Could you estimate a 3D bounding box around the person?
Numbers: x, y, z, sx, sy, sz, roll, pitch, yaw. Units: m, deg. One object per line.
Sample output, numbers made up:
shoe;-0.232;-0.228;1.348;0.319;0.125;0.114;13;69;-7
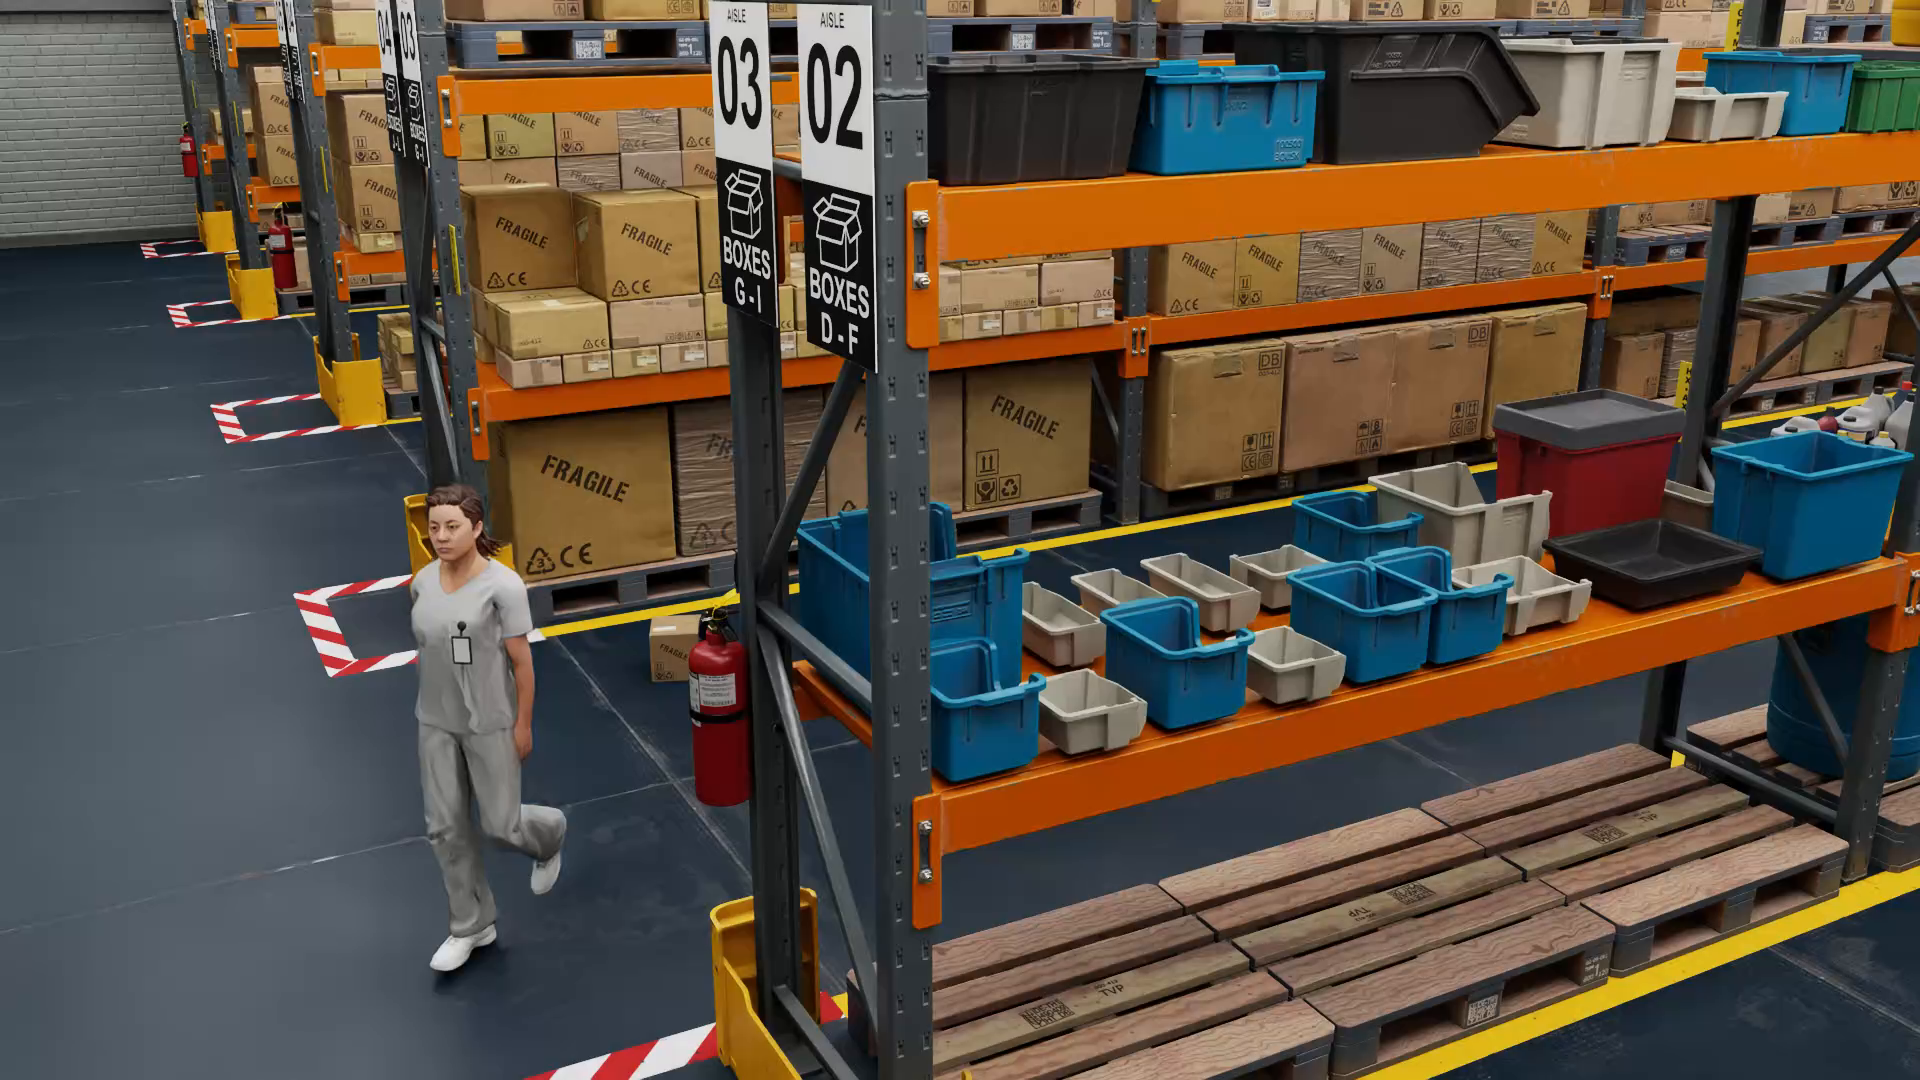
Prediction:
person;-1.647;0.609;5.705;0.447;1.648;0.683;5;19;15
